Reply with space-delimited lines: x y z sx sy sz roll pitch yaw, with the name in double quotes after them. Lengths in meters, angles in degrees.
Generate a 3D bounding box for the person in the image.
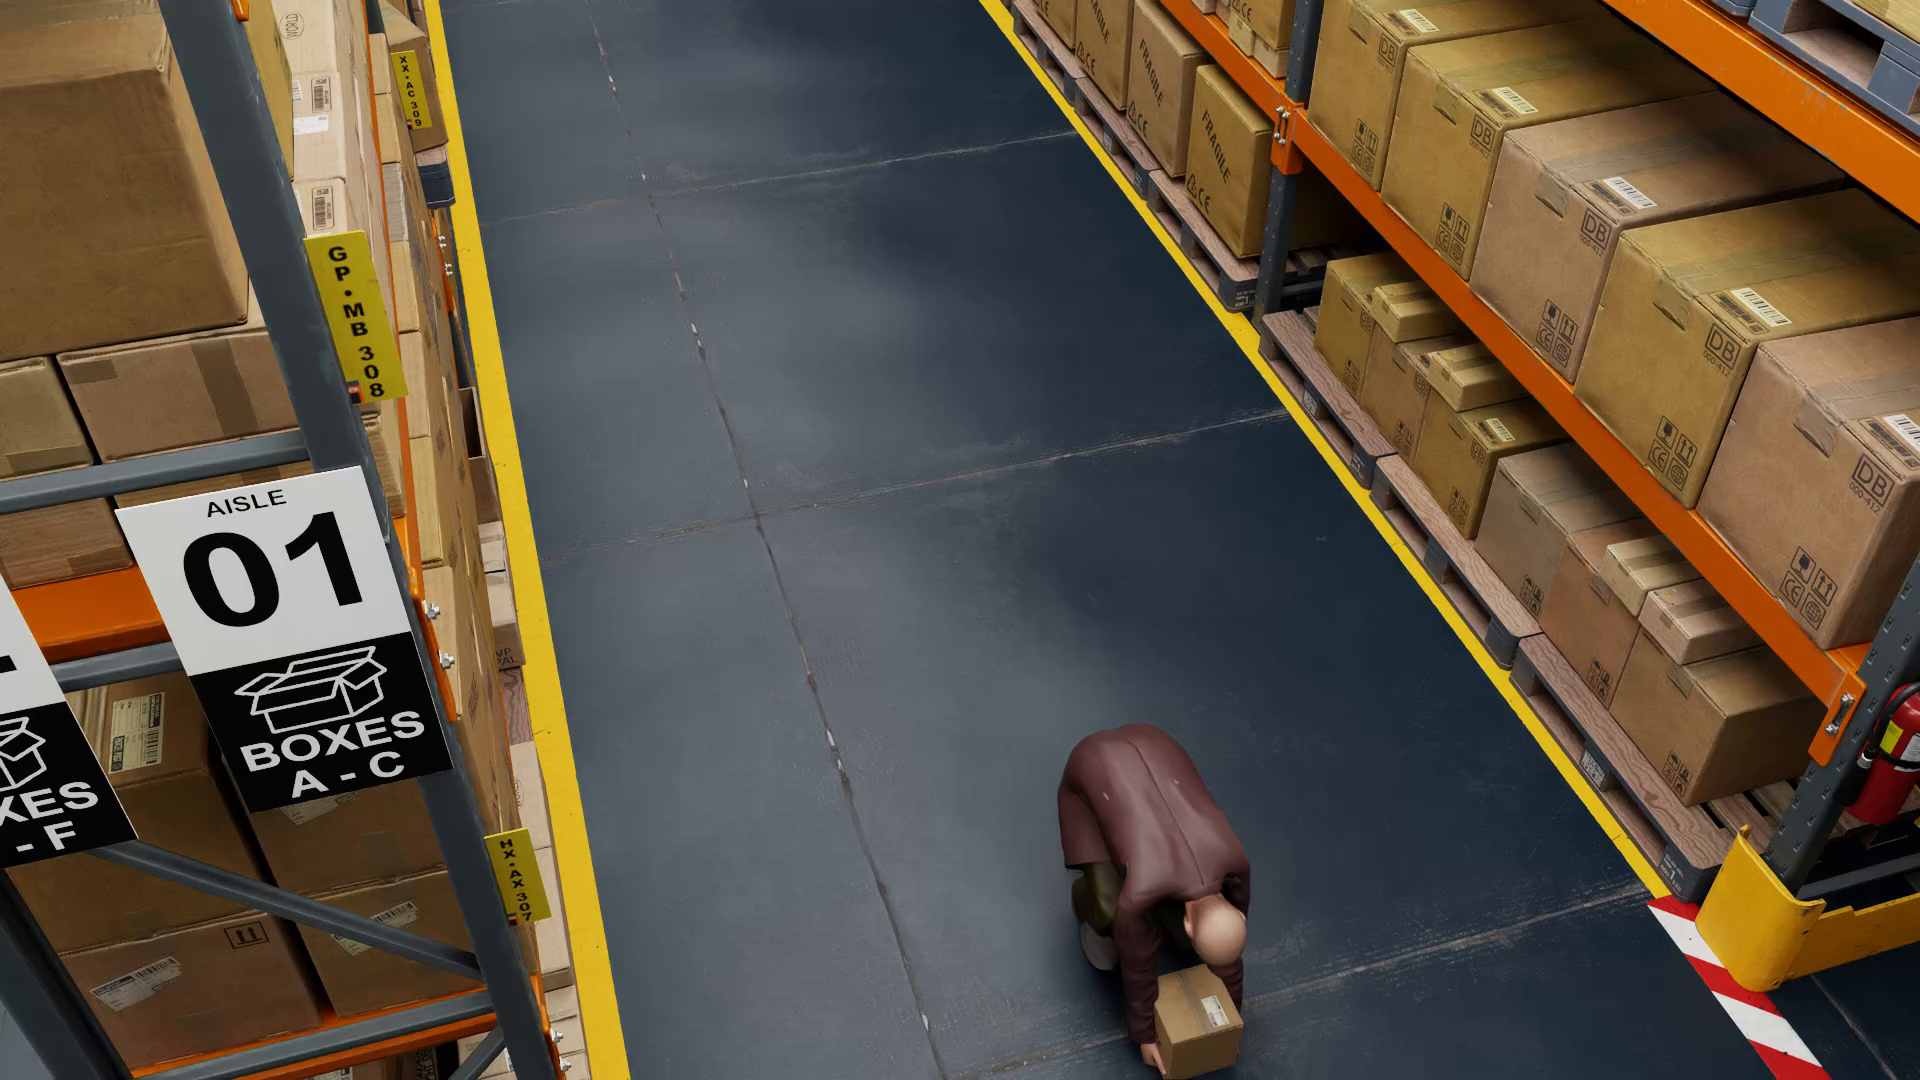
0.660 1.153 5.564 0.593 0.898 0.953 -13 43 -14 "person"
